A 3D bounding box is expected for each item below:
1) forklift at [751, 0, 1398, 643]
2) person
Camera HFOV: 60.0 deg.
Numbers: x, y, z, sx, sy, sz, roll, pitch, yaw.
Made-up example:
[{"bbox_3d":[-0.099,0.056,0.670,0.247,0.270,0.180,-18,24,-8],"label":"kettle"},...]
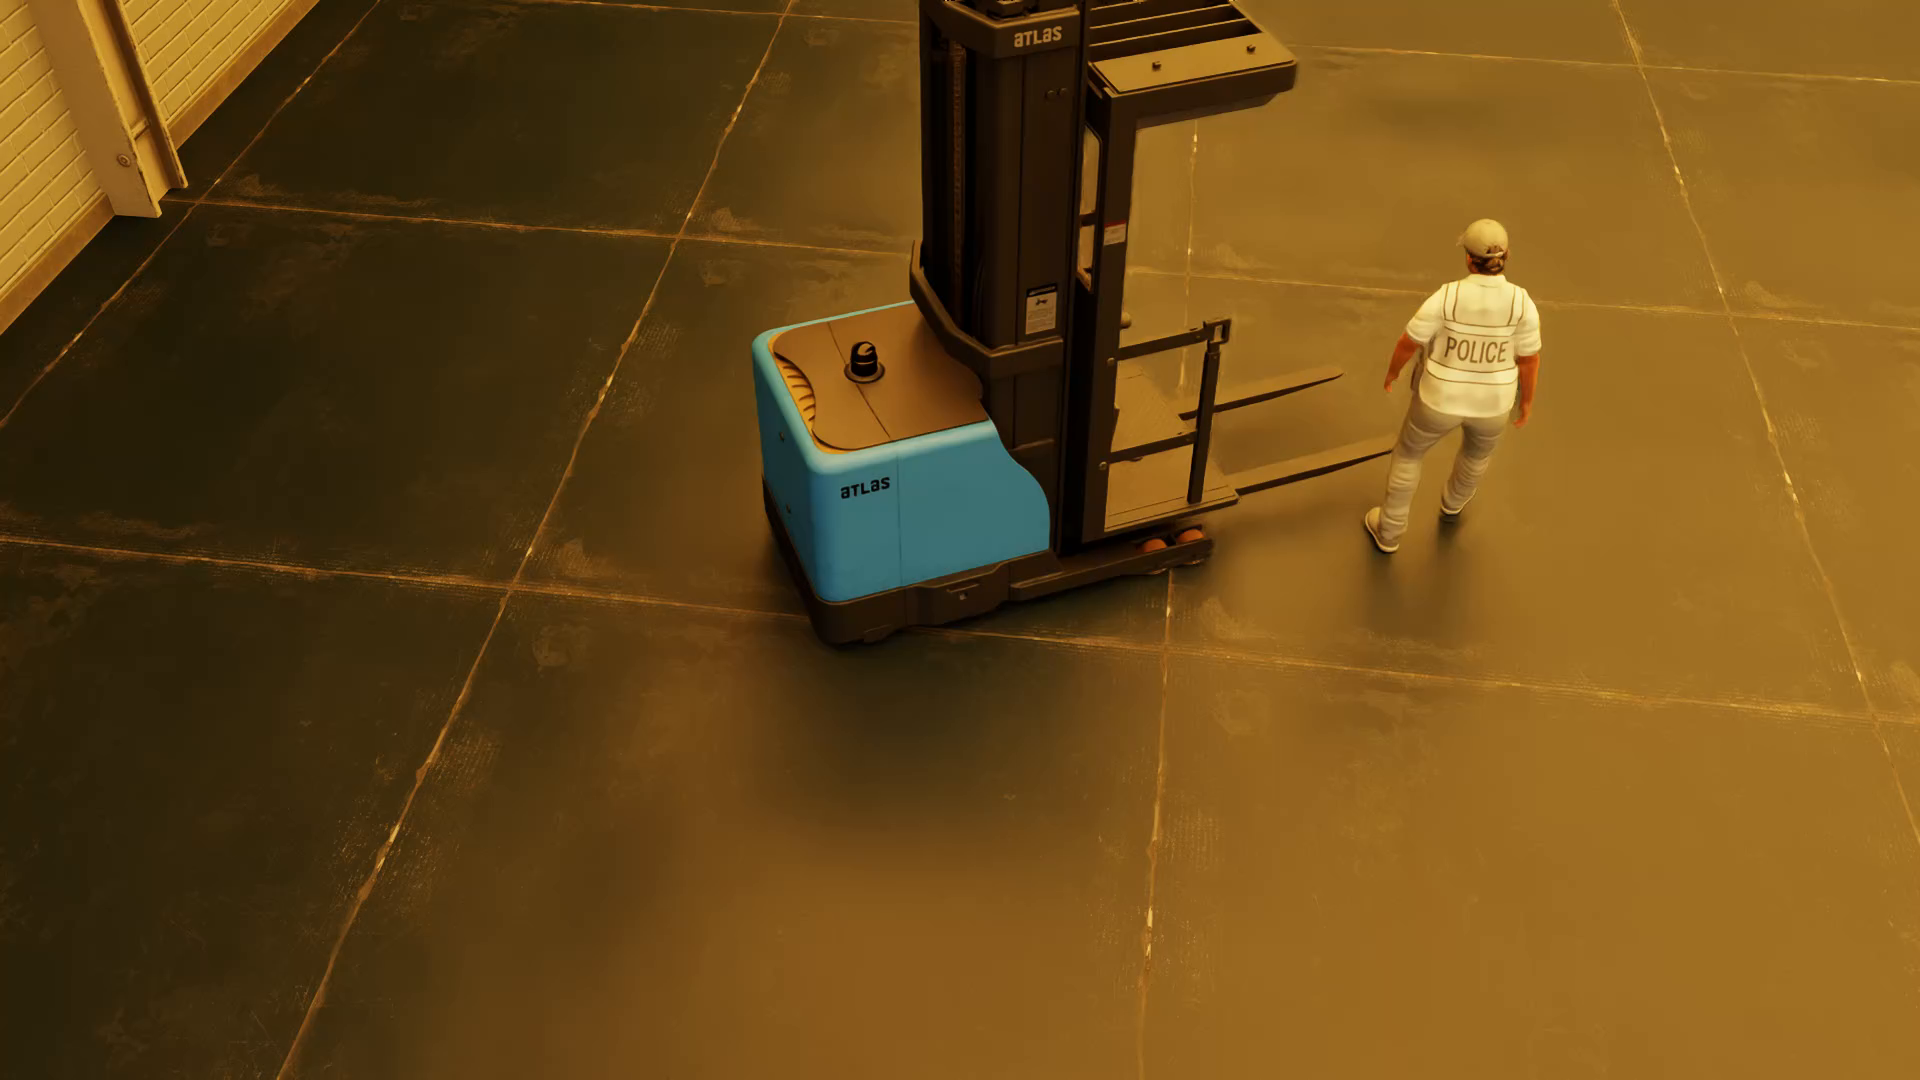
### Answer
[{"bbox_3d":[0.643,-1.240,7.075,3.031,2.935,1.130,-14,44,-15],"label":"forklift"},{"bbox_3d":[2.234,-0.708,7.457,0.635,1.643,0.613,5,43,5],"label":"person"}]
